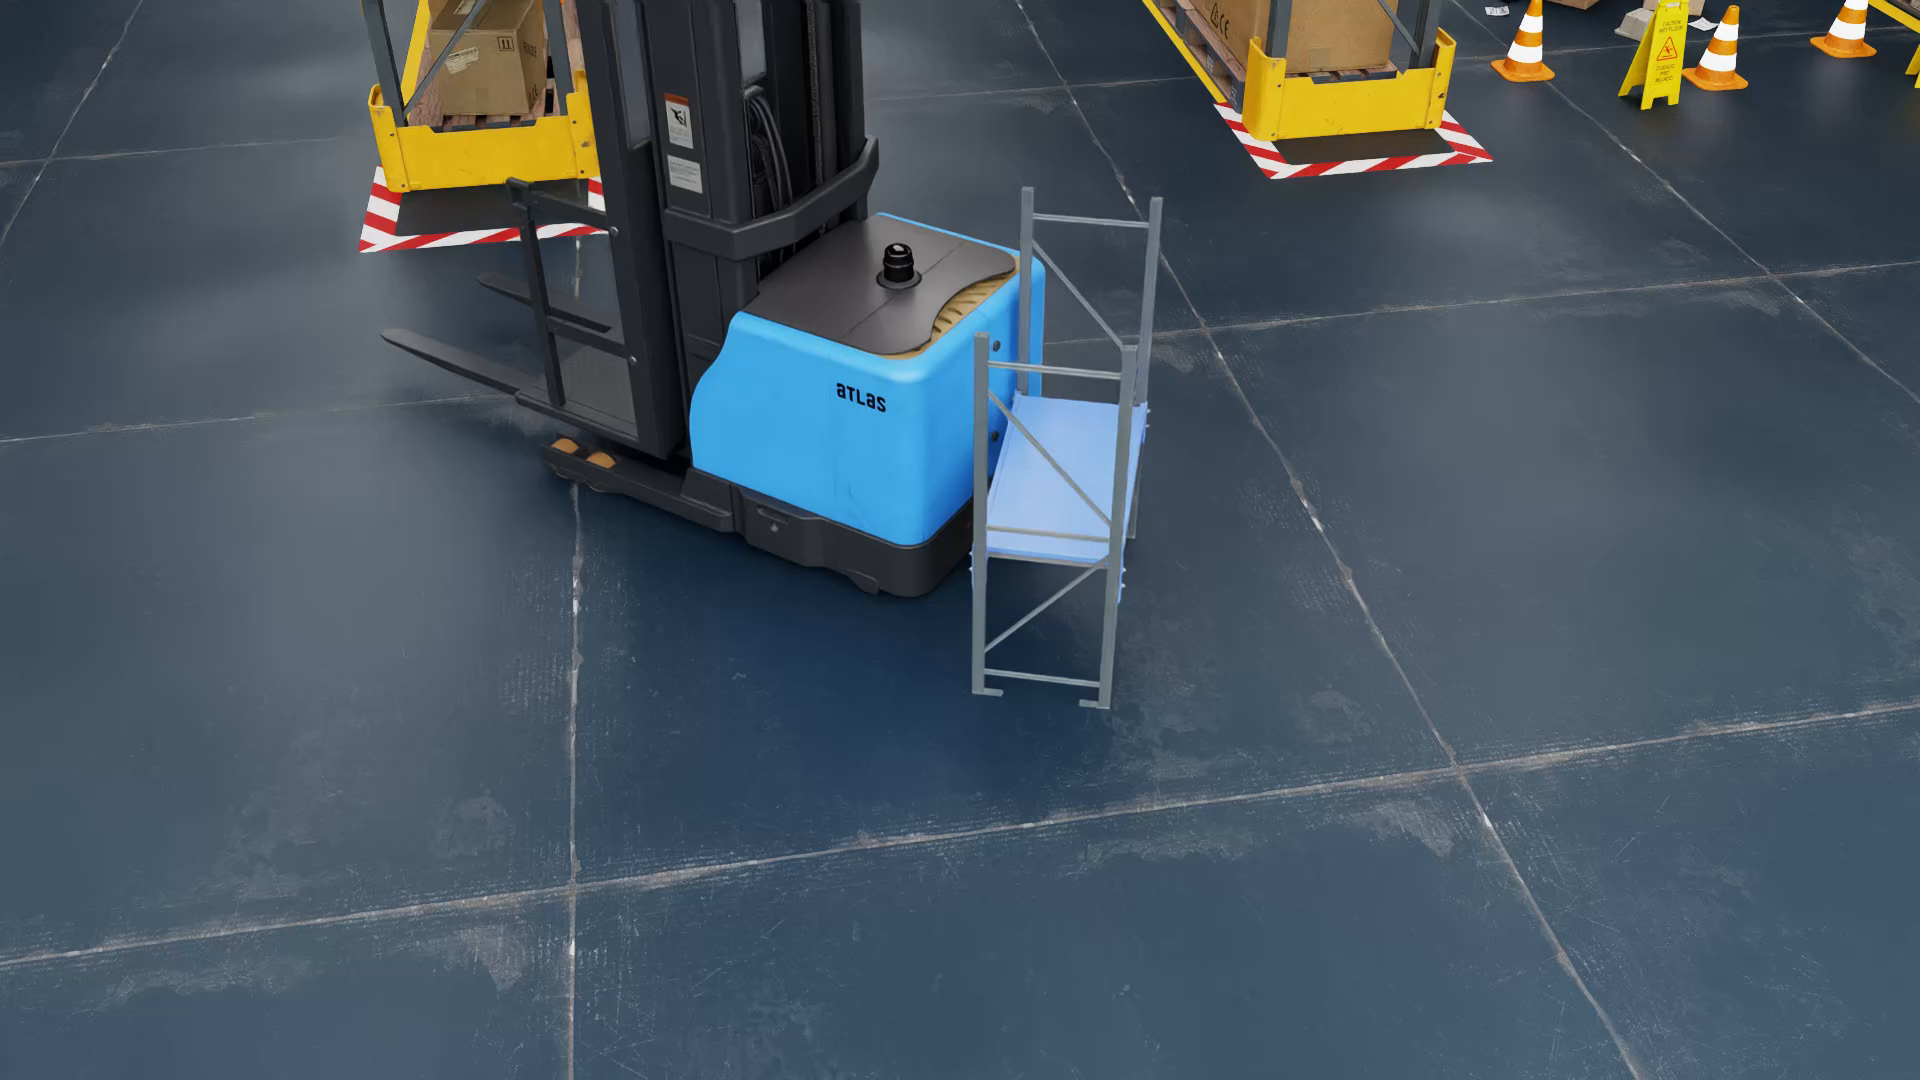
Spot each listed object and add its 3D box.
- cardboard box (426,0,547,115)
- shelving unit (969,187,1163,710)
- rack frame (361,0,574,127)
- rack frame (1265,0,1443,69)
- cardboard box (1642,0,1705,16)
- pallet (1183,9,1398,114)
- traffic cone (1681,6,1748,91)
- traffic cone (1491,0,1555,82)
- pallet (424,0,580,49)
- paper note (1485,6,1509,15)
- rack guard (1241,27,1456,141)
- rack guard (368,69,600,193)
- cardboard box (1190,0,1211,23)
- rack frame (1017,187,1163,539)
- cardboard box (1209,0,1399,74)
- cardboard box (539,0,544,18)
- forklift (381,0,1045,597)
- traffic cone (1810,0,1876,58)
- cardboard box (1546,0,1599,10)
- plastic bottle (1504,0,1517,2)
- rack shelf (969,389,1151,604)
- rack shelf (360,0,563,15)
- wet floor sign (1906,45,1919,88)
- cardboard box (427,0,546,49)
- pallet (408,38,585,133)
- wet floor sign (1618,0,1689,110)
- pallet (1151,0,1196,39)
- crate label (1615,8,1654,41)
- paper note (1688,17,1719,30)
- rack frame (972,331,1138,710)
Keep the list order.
[{"bbox_3d":[-2.715,-2.785,9.585,0.500,0.500,0.500,0,38,1],"label":"cardboard box"},{"bbox_3d":[0.380,-0.324,5.945,0.538,1.500,1.048,6,38,8],"label":"shelving unit"},{"bbox_3d":[-2.622,-3.227,8.459,1.000,3.000,0.127,-6,38,-8],"label":"rack frame"},{"bbox_3d":[2.279,-3.700,9.067,1.000,3.000,0.127,-6,38,-8],"label":"rack frame"},{"bbox_3d":[4.916,-3.742,11.445,0.380,0.149,0.250,13,40,16],"label":"cardboard box"},{"bbox_3d":[2.062,-3.073,10.534,1.003,0.211,1.213,-6,38,-8],"label":"pallet"},{"bbox_3d":[4.756,-3.088,10.347,0.336,0.463,0.334,-6,38,-8],"label":"traffic cone"},{"bbox_3d":[3.584,-3.172,10.455,0.336,0.463,0.334,-6,38,-8],"label":"traffic cone"},{"bbox_3d":[-2.953,-3.402,10.957,1.003,0.211,1.213,-6,38,-8],"label":"pallet"},{"bbox_3d":[3.683,-3.631,11.401,0.144,0.017,0.142,6,38,8],"label":"paper note"},{"bbox_3d":[2.283,-2.698,9.816,1.175,0.500,0.348,-6,38,-8],"label":"rack guard"},{"bbox_3d":[-2.635,-2.286,9.285,1.175,0.500,0.348,-6,38,-8],"label":"rack guard"},{"bbox_3d":[1.939,-3.960,10.792,0.875,0.875,0.875,-7,38,-9],"label":"cardboard box"},{"bbox_3d":[0.467,-0.631,6.340,0.500,1.500,0.032,6,38,8],"label":"rack frame"},{"bbox_3d":[2.095,-3.429,10.109,0.875,0.875,0.875,-6,38,-8],"label":"cardboard box"},{"bbox_3d":[-2.944,-3.523,10.535,0.500,0.500,0.500,-3,38,-4],"label":"cardboard box"},{"bbox_3d":[-1.182,-1.614,6.439,3.031,2.935,1.130,20,42,24],"label":"forklift"},{"bbox_3d":[5.789,-3.413,10.765,0.336,0.463,0.334,-6,38,-8],"label":"traffic cone"},{"bbox_3d":[4.334,-4.096,11.612,0.637,0.503,0.797,27,45,30],"label":"cardboard box"},{"bbox_3d":[3.790,-3.848,11.653,0.133,0.061,0.283,-20,42,-23],"label":"plastic bottle"},{"bbox_3d":[0.380,-0.182,6.055,0.538,0.185,1.000,6,38,8],"label":"rack shelf"},{"bbox_3d":[-2.972,-4.151,10.235,1.077,0.370,4.000,-6,38,-8],"label":"rack shelf"},{"bbox_3d":[6.115,-3.134,10.258,0.267,0.644,0.232,6,38,8],"label":"wet floor sign"},{"bbox_3d":[-2.853,-3.143,10.045,0.500,0.500,0.500,3,38,4],"label":"cardboard box"},{"bbox_3d":[-2.743,-2.667,10.010,1.003,0.211,1.213,-6,38,-8],"label":"pallet"},{"bbox_3d":[4.234,-2.966,10.041,0.267,0.644,0.232,-13,40,-16],"label":"wet floor sign"},{"bbox_3d":[1.851,-3.809,11.480,1.003,0.211,1.213,-6,38,-8],"label":"pallet"},{"bbox_3d":[4.557,-3.427,11.050,0.250,0.136,0.298,-27,45,-31],"label":"crate label"},{"bbox_3d":[5.009,-3.478,11.202,0.148,0.019,0.142,-20,42,-23],"label":"paper note"},{"bbox_3d":[0.293,-0.017,5.549,0.500,1.500,0.032,6,38,8],"label":"rack frame"}]
